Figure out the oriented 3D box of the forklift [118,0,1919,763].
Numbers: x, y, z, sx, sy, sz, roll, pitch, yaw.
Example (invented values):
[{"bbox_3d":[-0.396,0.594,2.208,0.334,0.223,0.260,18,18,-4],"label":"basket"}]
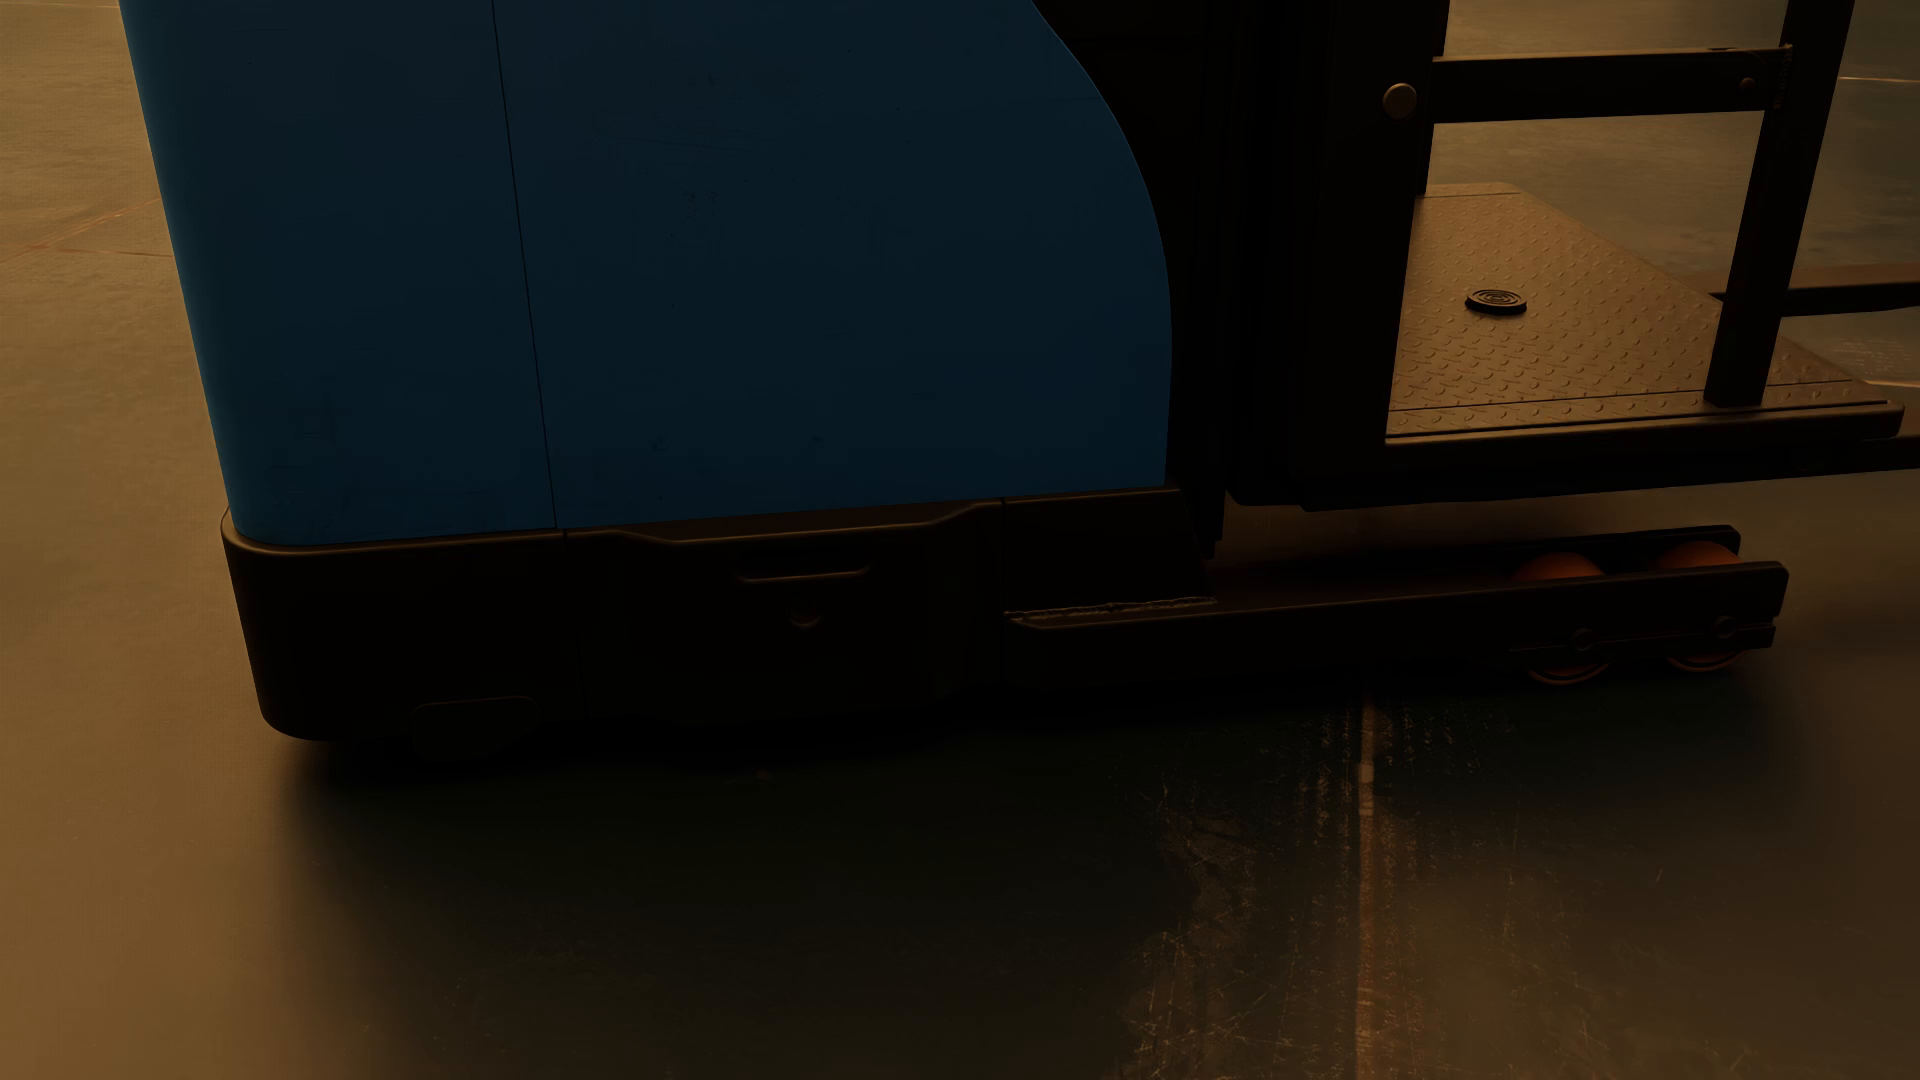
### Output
[{"bbox_3d":[0.600,-1.354,1.930,3.031,2.935,1.130,-4,27,-9],"label":"forklift"}]
